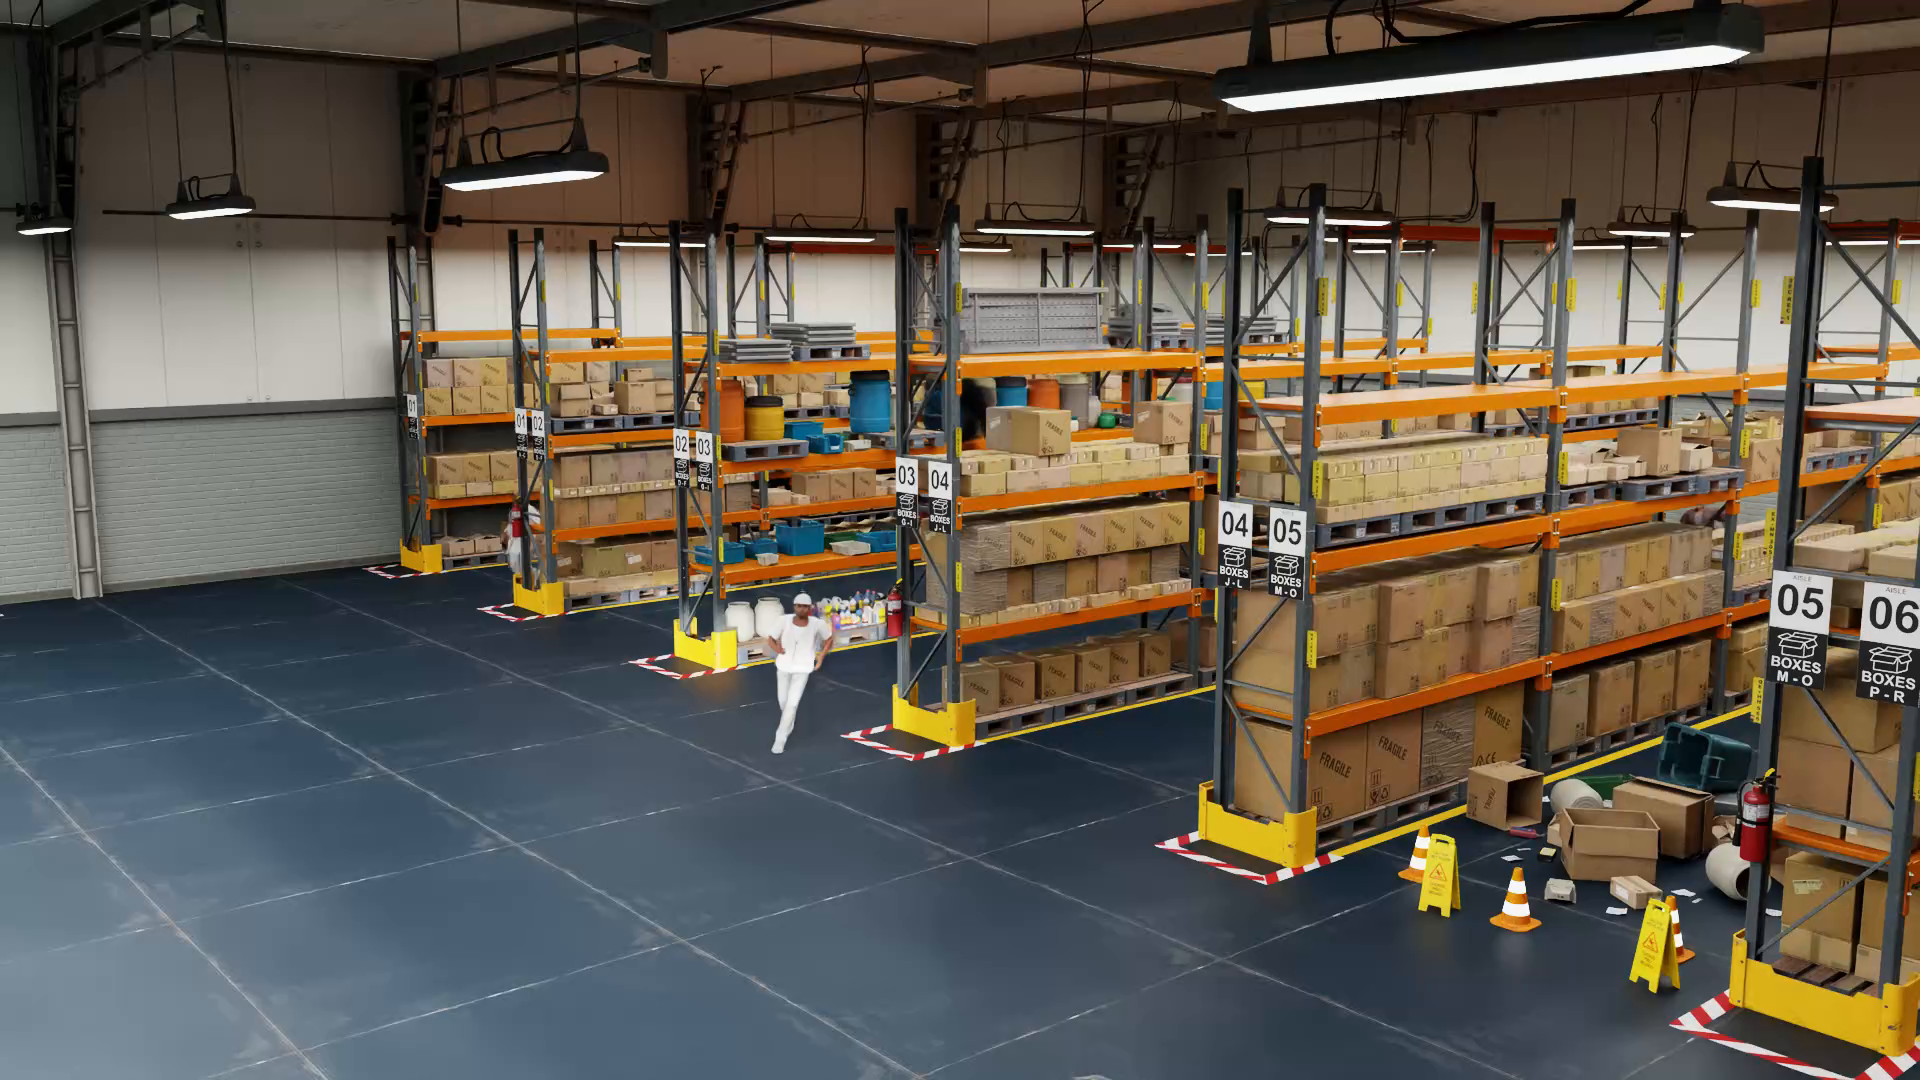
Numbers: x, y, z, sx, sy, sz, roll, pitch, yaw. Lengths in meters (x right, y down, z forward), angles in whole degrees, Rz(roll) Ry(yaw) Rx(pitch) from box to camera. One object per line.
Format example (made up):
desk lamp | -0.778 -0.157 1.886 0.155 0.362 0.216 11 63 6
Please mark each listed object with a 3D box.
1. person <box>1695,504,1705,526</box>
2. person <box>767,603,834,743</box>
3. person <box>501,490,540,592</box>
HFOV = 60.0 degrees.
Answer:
person | 12.067 -0.288 27.034 0.531 0.920 0.728 -8 12 -41
person | -1.800 1.418 18.707 0.708 1.631 0.773 2 9 10
person | -7.389 0.061 27.987 0.716 1.660 0.572 8 12 40
